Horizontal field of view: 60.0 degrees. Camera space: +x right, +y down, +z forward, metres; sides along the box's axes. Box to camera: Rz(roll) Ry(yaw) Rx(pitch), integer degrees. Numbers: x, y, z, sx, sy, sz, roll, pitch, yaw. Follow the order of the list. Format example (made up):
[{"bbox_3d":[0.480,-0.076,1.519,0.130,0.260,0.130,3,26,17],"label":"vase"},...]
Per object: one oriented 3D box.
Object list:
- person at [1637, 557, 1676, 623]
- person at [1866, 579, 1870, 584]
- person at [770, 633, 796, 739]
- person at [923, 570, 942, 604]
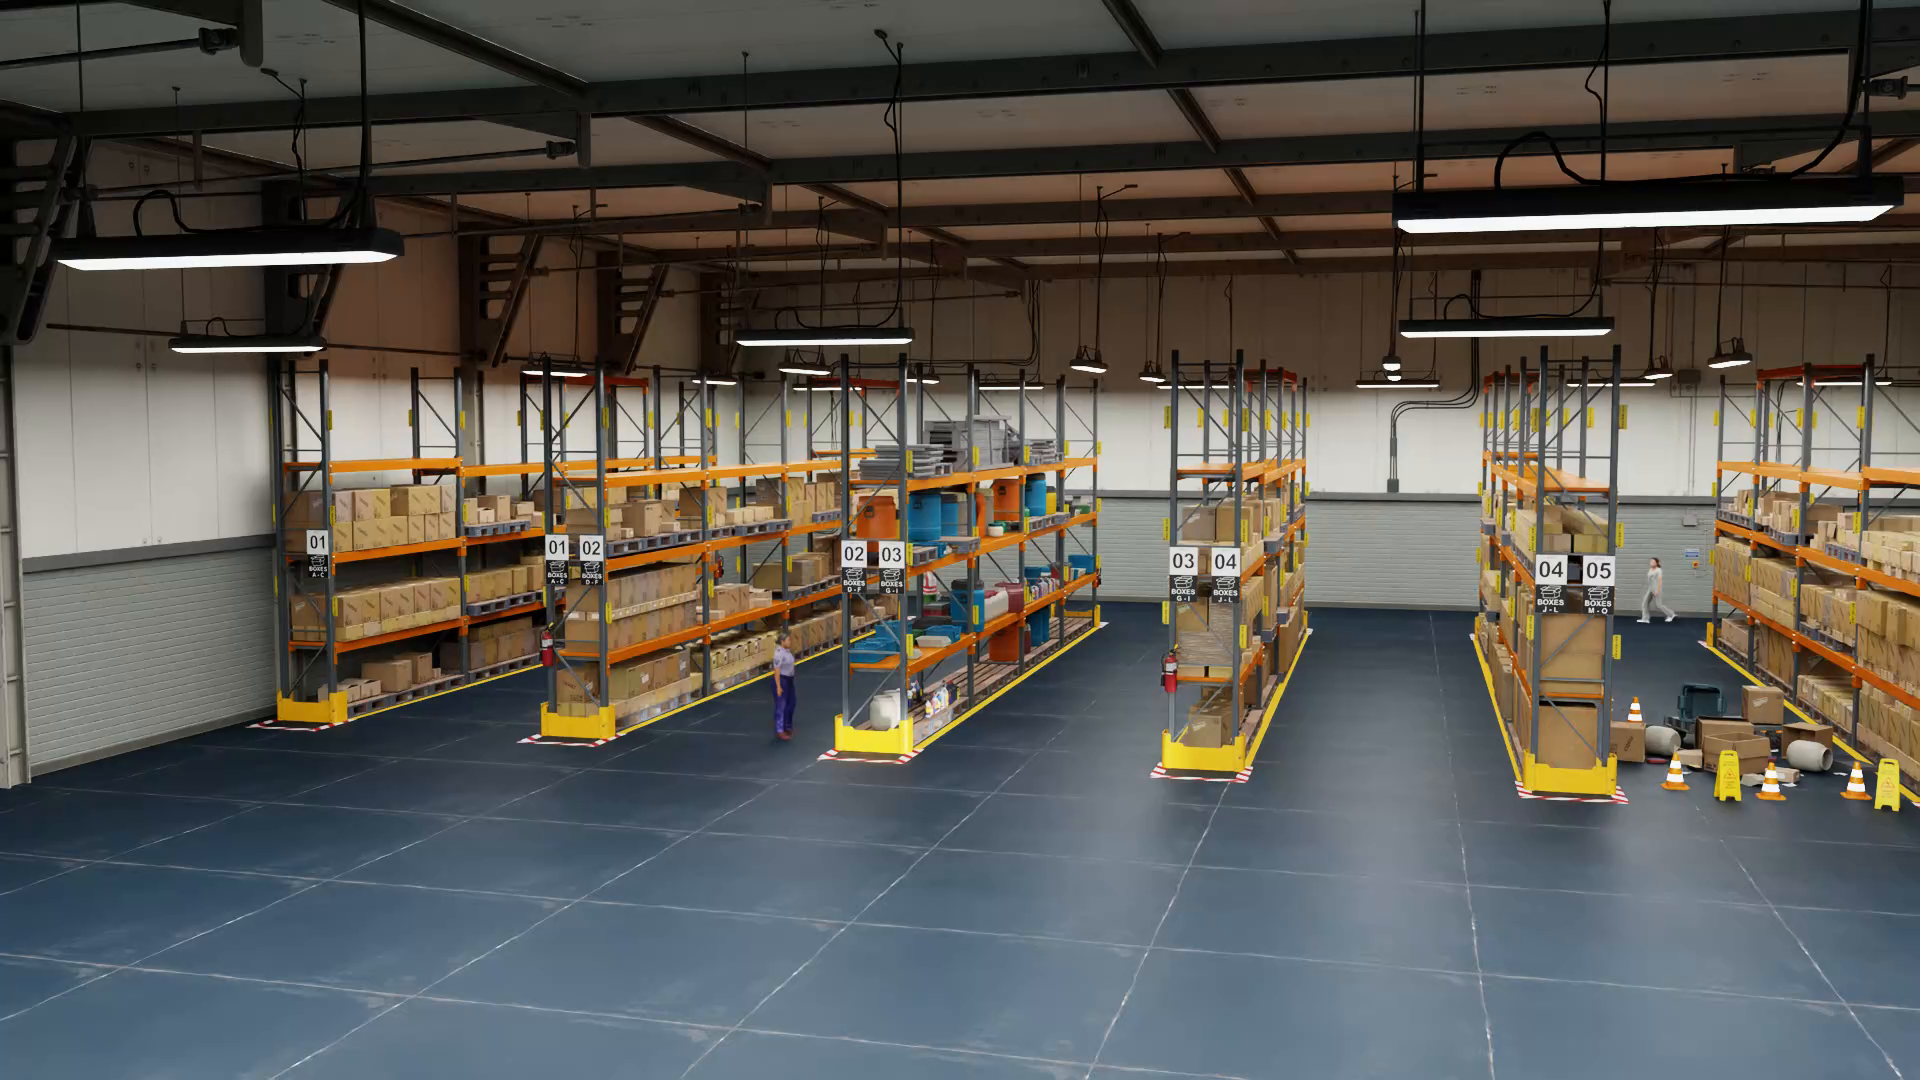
[{"bbox_3d":[17.113,1.239,40.868,0.892,1.630,0.481,0,4,-5],"label":"person"},{"bbox_3d":[20.135,1.545,37.076,0.475,1.577,0.389,1,4,14],"label":"person"},{"bbox_3d":[-2.799,2.334,26.305,0.354,1.736,0.534,1,4,15],"label":"person"},{"bbox_3d":[-0.682,1.306,39.043,0.523,1.810,0.586,4,5,40],"label":"person"}]
